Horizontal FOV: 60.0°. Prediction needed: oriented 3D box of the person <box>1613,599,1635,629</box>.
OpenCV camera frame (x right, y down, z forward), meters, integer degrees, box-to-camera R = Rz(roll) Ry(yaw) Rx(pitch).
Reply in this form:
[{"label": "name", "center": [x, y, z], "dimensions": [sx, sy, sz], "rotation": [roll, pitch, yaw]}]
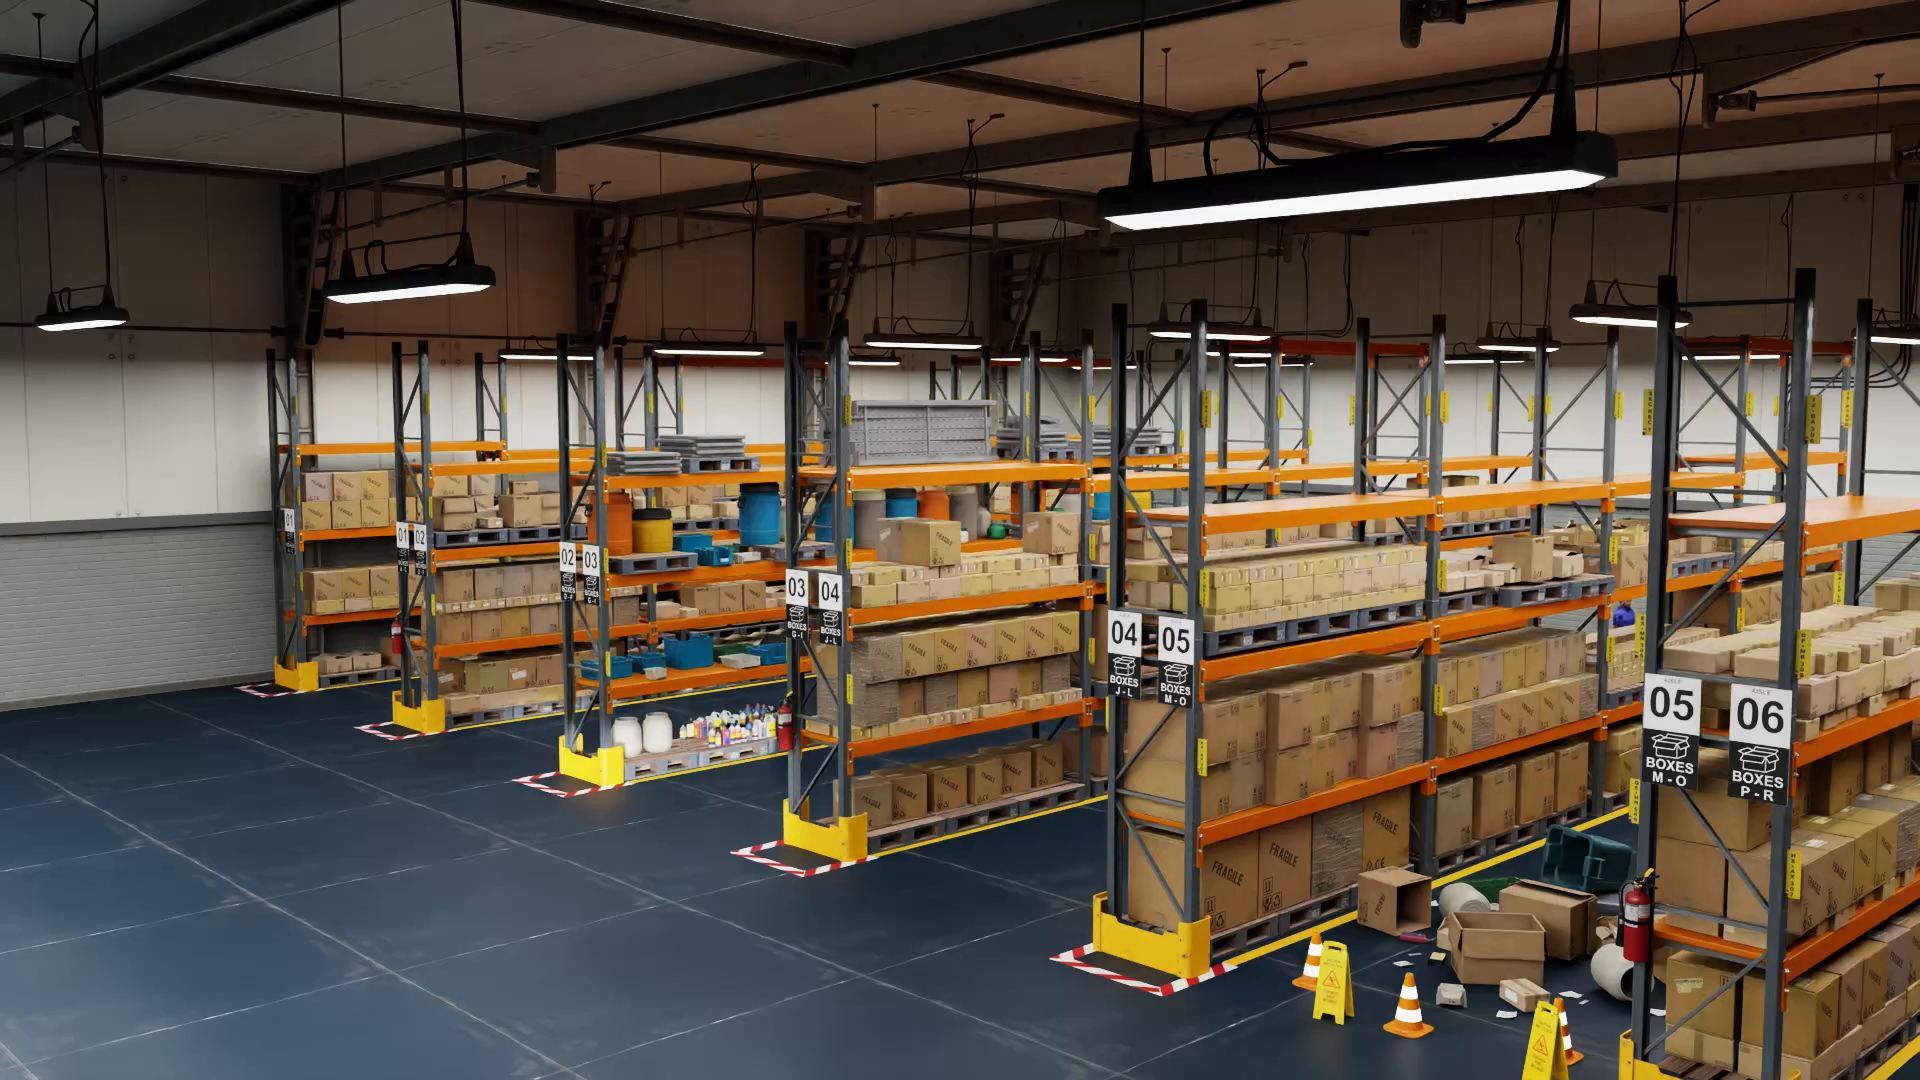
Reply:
[{"label": "person", "center": [11.847, 1.774, 29.781], "dimensions": [0.457, 1.622, 0.836], "rotation": [-3, 6, -29]}]
